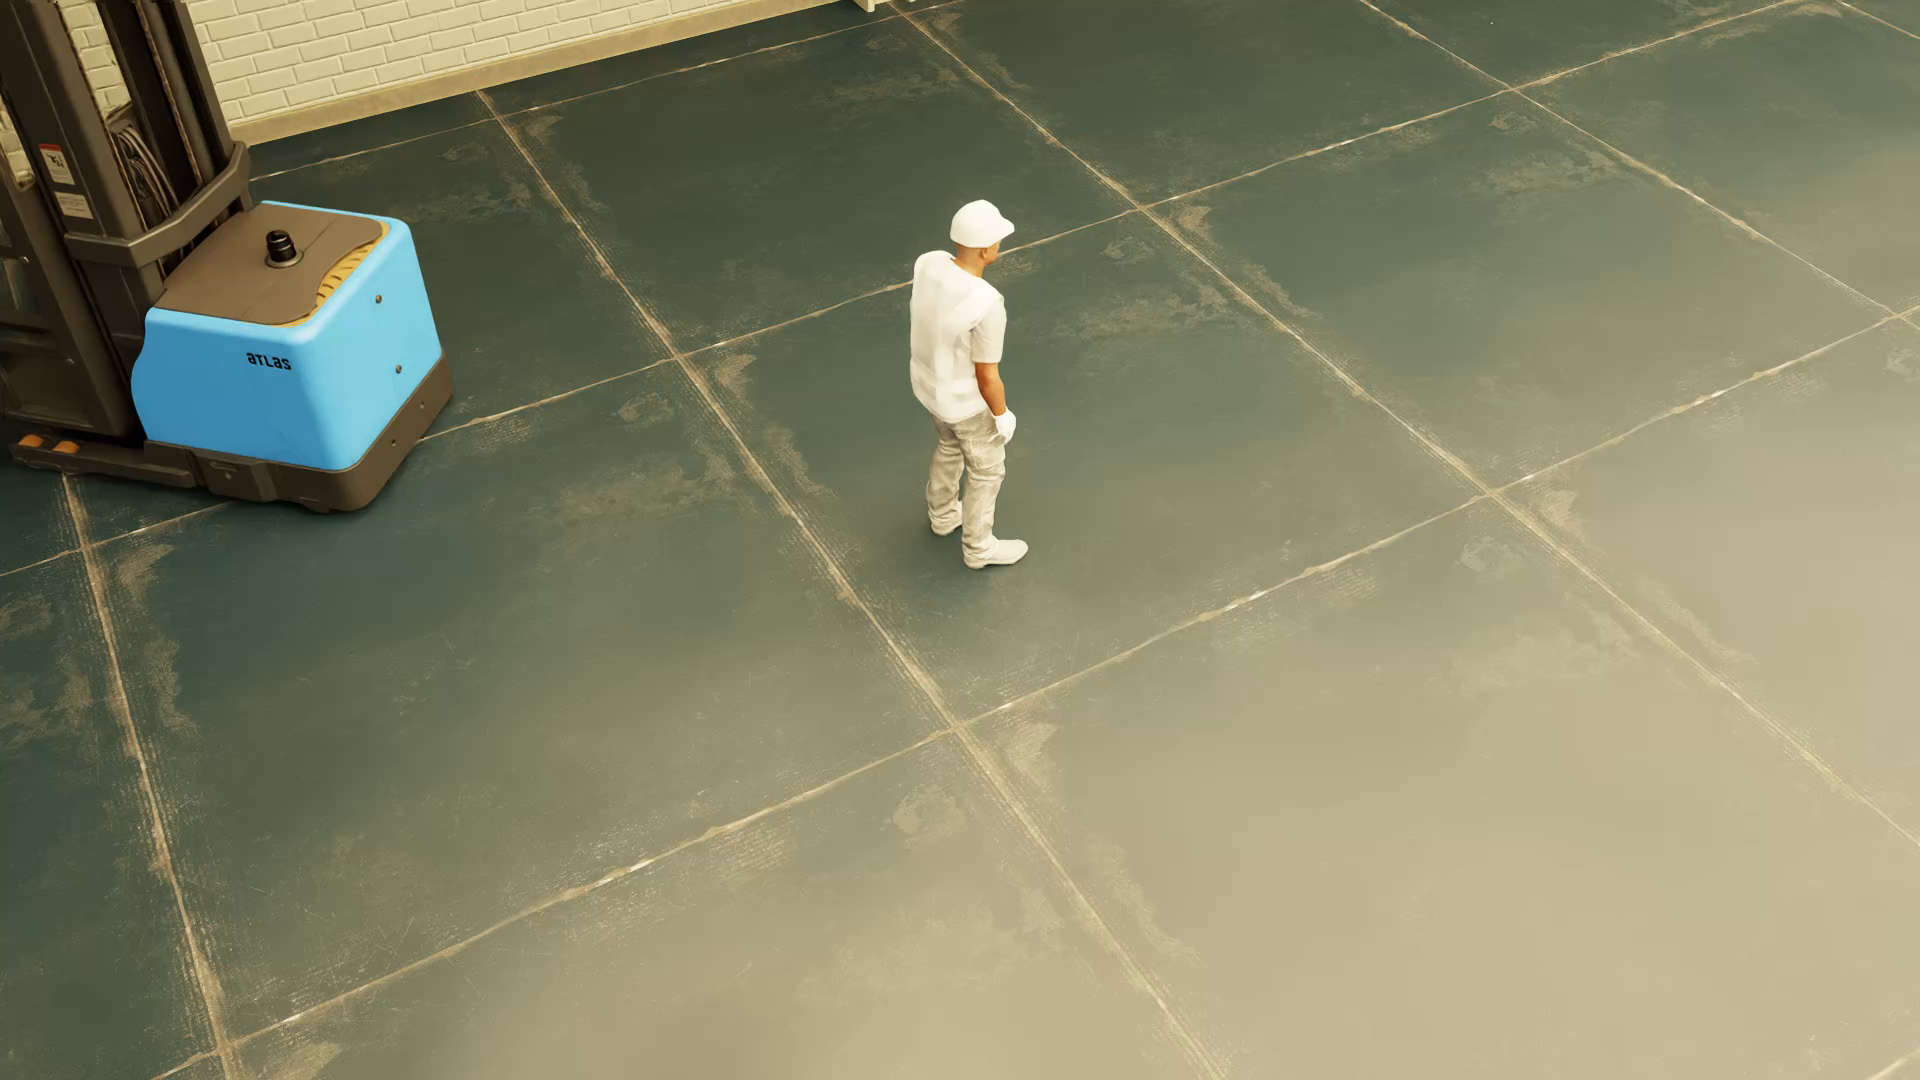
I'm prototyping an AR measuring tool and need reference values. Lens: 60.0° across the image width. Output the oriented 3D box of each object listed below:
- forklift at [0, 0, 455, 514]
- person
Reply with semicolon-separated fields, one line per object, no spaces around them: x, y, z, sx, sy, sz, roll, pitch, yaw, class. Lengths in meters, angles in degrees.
-4.181;-1.736;7.570;3.031;2.935;1.130;9;44;10;forklift
0.030;-0.666;7.270;0.449;1.773;0.617;-23;48;-23;person
